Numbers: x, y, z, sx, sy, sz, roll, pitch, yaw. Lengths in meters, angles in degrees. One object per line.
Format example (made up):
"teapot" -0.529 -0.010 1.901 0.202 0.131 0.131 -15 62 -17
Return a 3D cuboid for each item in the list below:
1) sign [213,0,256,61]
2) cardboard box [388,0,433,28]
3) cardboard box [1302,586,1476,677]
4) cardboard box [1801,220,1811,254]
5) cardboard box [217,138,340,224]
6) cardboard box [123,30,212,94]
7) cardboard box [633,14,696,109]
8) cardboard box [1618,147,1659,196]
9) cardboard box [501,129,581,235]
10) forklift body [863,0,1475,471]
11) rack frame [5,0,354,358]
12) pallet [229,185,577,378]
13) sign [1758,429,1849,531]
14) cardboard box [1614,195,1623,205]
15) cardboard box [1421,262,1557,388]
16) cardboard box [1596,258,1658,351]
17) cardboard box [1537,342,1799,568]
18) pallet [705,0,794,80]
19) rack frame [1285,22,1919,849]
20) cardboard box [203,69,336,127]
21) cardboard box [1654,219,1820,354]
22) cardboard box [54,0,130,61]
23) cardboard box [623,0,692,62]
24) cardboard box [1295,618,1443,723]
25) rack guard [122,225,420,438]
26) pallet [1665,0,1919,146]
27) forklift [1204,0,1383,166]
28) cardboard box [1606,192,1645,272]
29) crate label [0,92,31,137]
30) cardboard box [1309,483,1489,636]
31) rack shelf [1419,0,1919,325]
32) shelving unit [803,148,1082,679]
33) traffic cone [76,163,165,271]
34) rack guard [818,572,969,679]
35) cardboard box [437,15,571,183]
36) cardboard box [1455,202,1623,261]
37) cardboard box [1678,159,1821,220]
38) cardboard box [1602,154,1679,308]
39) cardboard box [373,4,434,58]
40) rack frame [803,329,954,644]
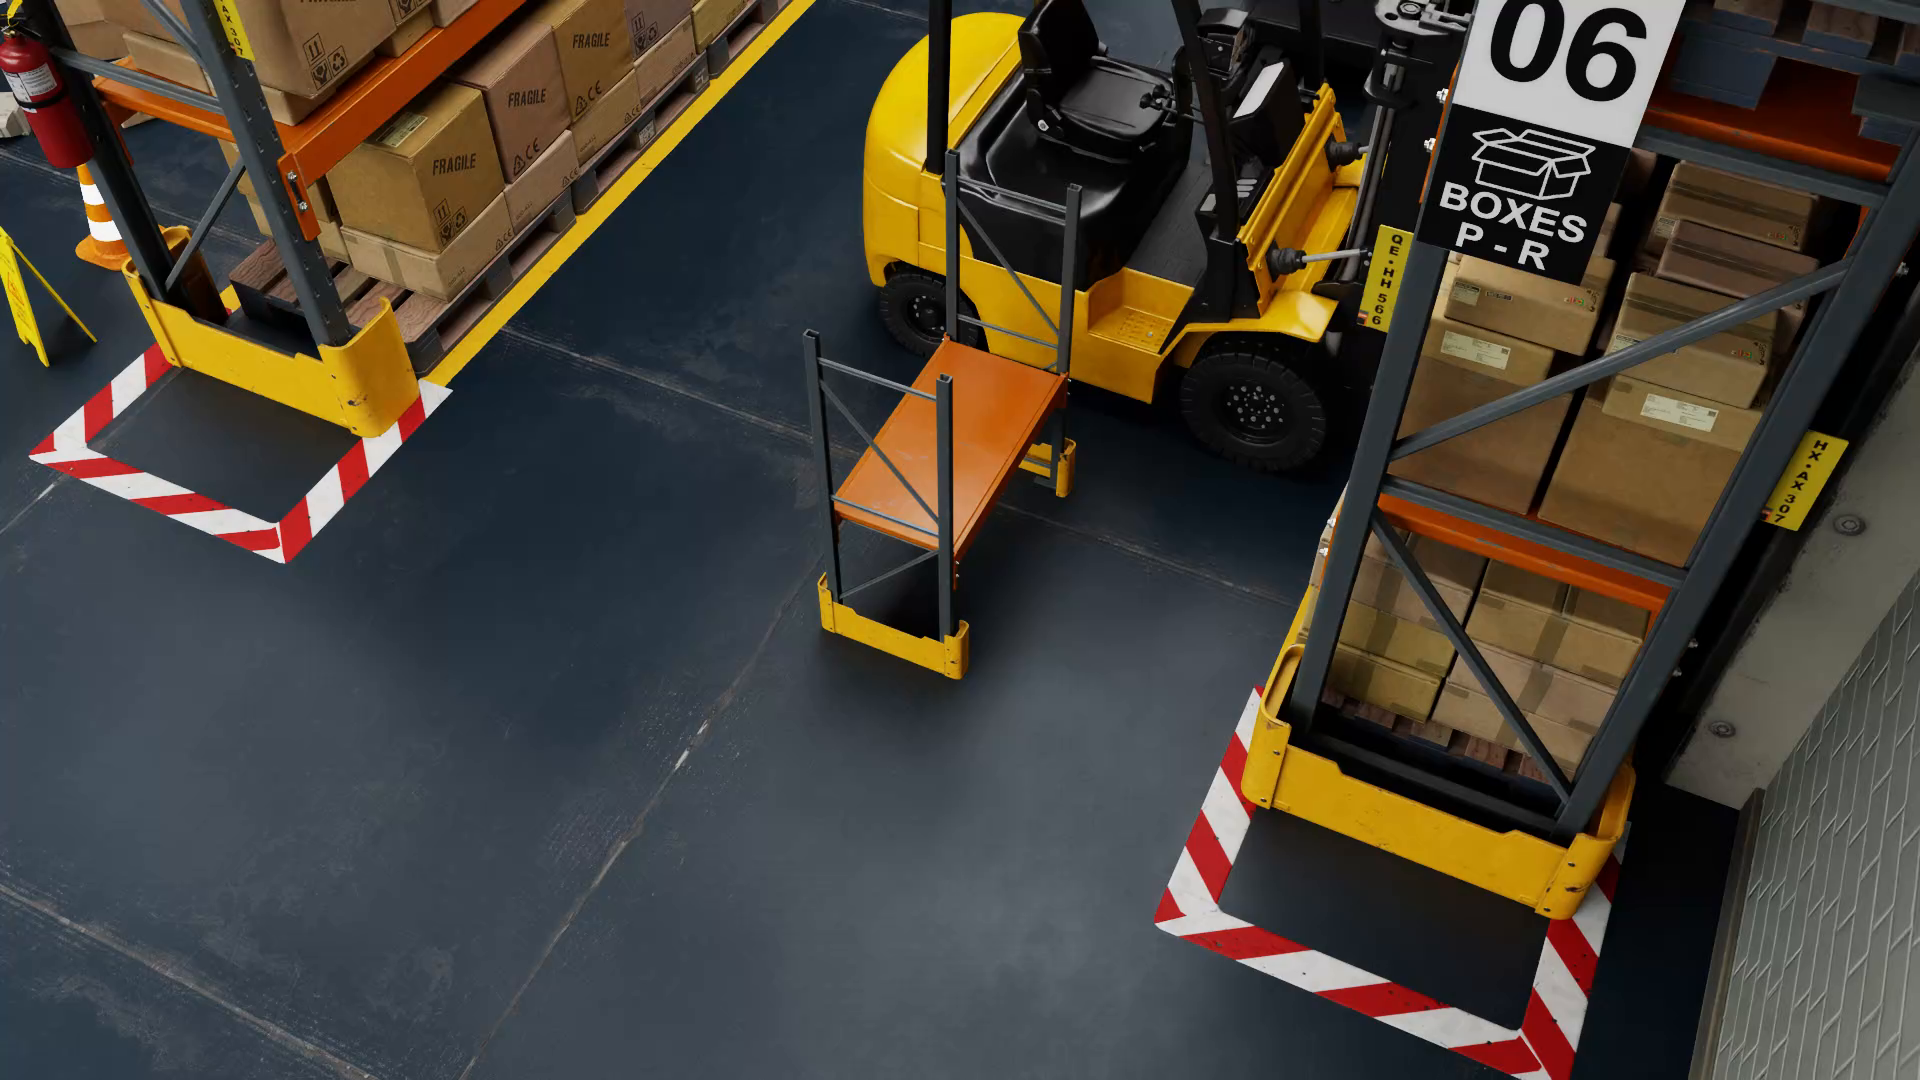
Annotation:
"sign" -2.425 -1.740 5.508 0.100 0.325 0.005 20 52 16
"cardboard box" -2.244 -2.359 6.341 0.500 0.500 0.500 21 53 17
"cardboard box" 1.500 0.132 5.684 0.500 0.250 0.500 19 52 16
"cardboard box" 2.285 -0.943 4.907 0.380 0.149 0.250 18 52 15
"cardboard box" -2.809 -1.761 7.131 0.500 0.500 0.500 20 53 16
"cardboard box" -2.949 -1.882 6.362 0.380 0.149 0.250 21 53 17
"cardboard box" -1.656 -2.422 8.186 0.500 0.250 0.500 21 53 17
"cardboard box" 1.875 -1.194 4.925 0.380 0.149 0.250 20 53 16
"cardboard box" -2.096 -1.696 7.568 0.500 0.250 0.500 22 53 17
"forklift body" 0.735 -1.648 6.555 2.313 2.155 1.214 20 52 16
"rack frame" -2.915 -1.636 5.988 1.000 3.000 0.127 20 52 16
"pallet" -2.504 -1.333 7.560 1.003 0.211 1.213 20 52 16
"sign" 2.073 -0.145 4.099 0.100 0.325 0.005 20 52 16
"cardboard box" 1.718 -0.941 4.904 0.380 0.149 0.250 21 53 17
"cardboard box" 1.469 -0.596 4.611 0.380 0.149 0.250 21 53 17
"cardboard box" 2.002 -0.606 4.620 0.380 0.149 0.250 20 52 16
"cardboard box" 2.037 -0.307 4.791 0.500 0.500 0.500 21 53 17
"pallet" -1.461 -3.013 8.990 1.003 0.211 1.213 20 52 16
"rack frame" 1.574 -0.024 4.616 1.000 3.000 0.127 20 52 16
"cardboard box" -2.583 -1.721 6.225 0.380 0.149 0.250 20 52 16
"cardboard box" 2.081 -0.687 4.493 0.380 0.149 0.250 21 53 17
"cardboard box" -4.454 -2.860 8.669 0.797 0.503 0.637 -11 51 -9
"cardboard box" -1.649 -2.681 7.914 0.500 0.500 0.500 22 53 18
"cardboard box" 1.489 0.305 5.866 0.500 0.250 0.500 20 53 16
"rack guard" -2.883 -0.878 6.984 1.175 0.500 0.348 20 52 16
"pallet" 1.900 -1.445 3.914 1.003 0.211 1.213 20 52 16
"forklift" 2.049 -3.523 7.638 1.130 2.935 3.031 18 52 15
"cardboard box" 1.777 -0.835 5.240 0.500 0.500 0.500 21 53 17
"crate label" -4.767 -2.113 8.273 0.250 0.136 0.298 -4 50 -3
"cardboard box" 1.489 -0.011 5.478 0.500 0.250 0.500 21 53 17
"rack shelf" 2.429 -2.140 4.919 1.077 0.370 4.000 20 52 16
"shelving unit" -0.033 -0.434 5.949 0.587 1.500 1.083 20 52 16
"traffic cone" -3.898 -1.530 7.563 0.336 0.463 0.334 20 52 16
"rack guard" -0.245 0.314 6.133 0.587 0.250 0.087 20 52 16
"cardboard box" -2.092 -1.968 7.307 0.500 0.500 0.500 18 52 15
"cardboard box" 1.614 -0.858 4.639 0.380 0.149 0.250 20 52 16
"cardboard box" 2.272 -1.046 4.798 0.380 0.149 0.250 20 53 16
"cardboard box" 2.450 -1.021 5.398 0.500 0.500 0.500 19 52 16
"cardboard box" -2.301 -2.056 6.510 0.380 0.149 0.250 18 52 15
"rack frame" -0.254 -0.077 5.646 0.500 1.500 0.032 20 52 16
